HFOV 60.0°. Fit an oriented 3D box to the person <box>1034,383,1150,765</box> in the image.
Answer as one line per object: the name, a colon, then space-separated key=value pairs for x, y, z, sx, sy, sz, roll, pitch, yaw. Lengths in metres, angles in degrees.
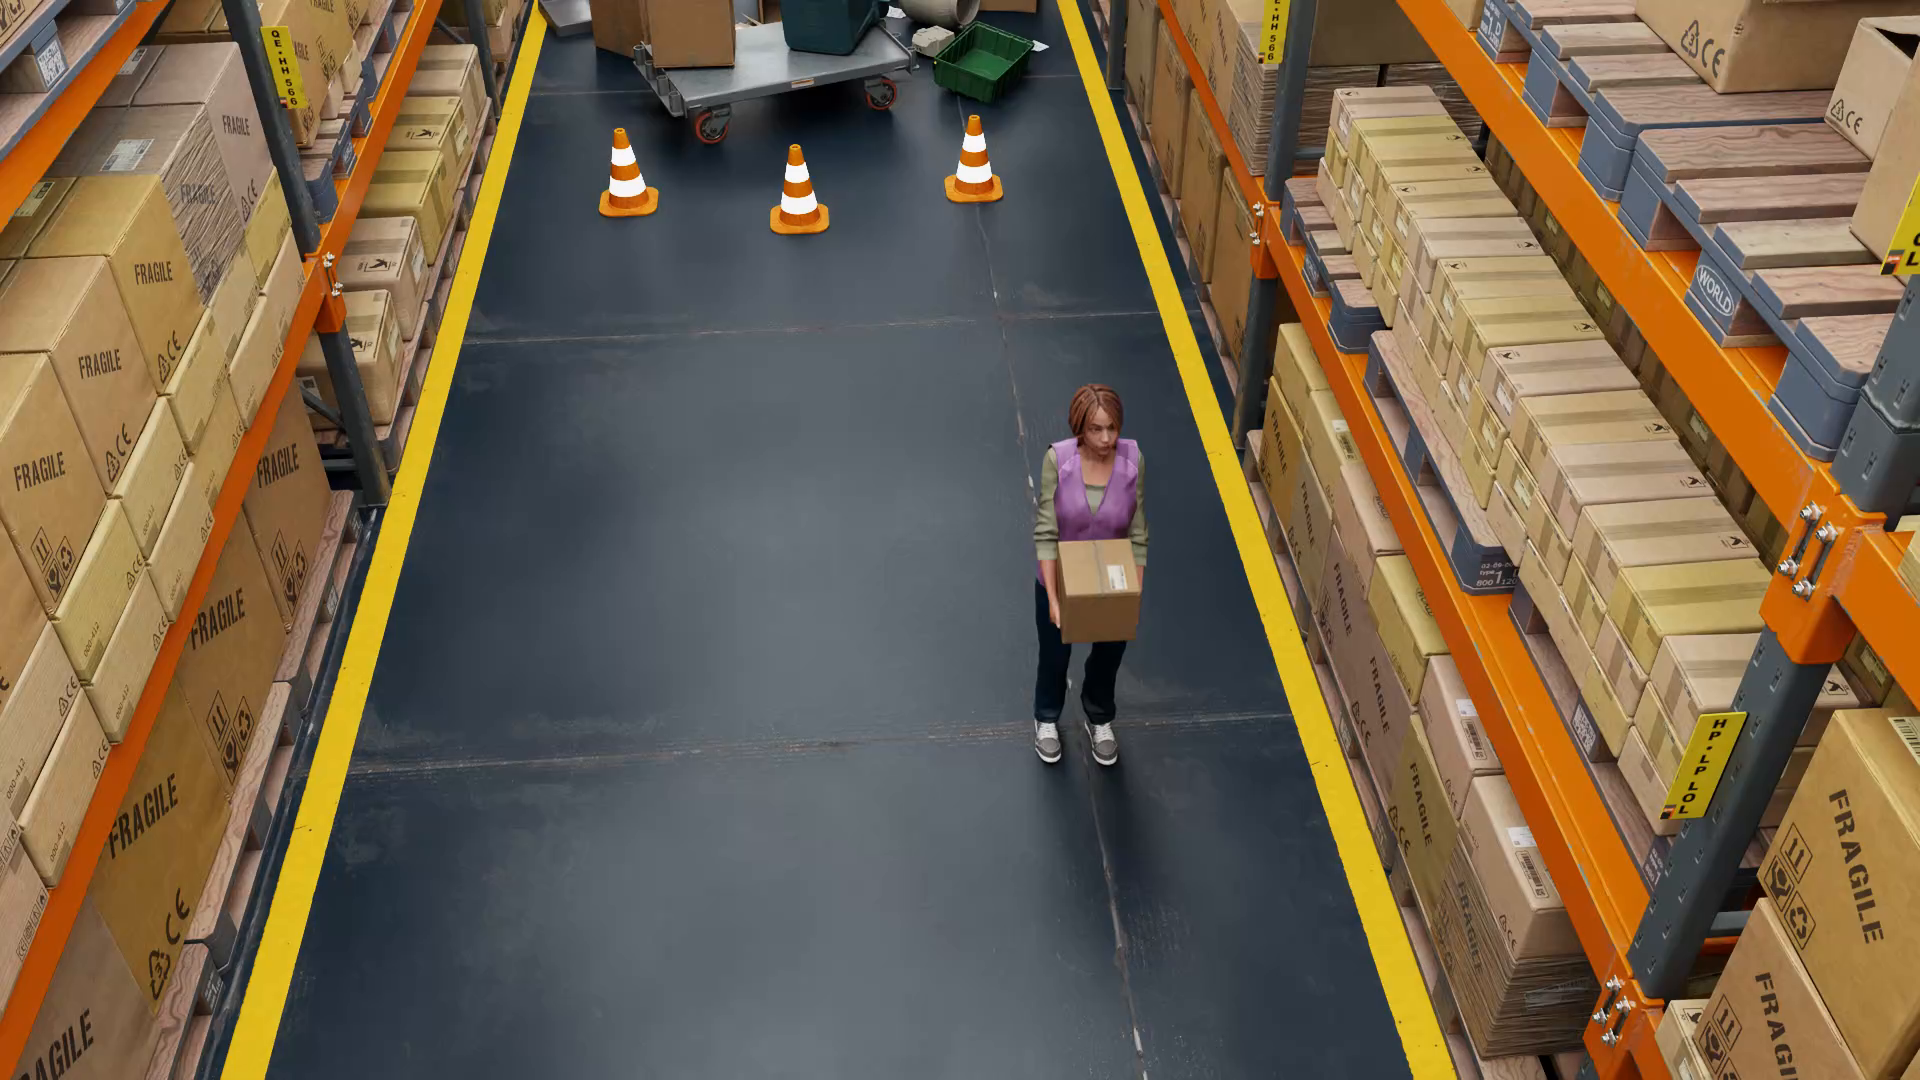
person: x=0.458 y=0.195 z=5.932 sx=0.404 sy=1.590 sz=0.497 roll=-3 pitch=40 yaw=-3
